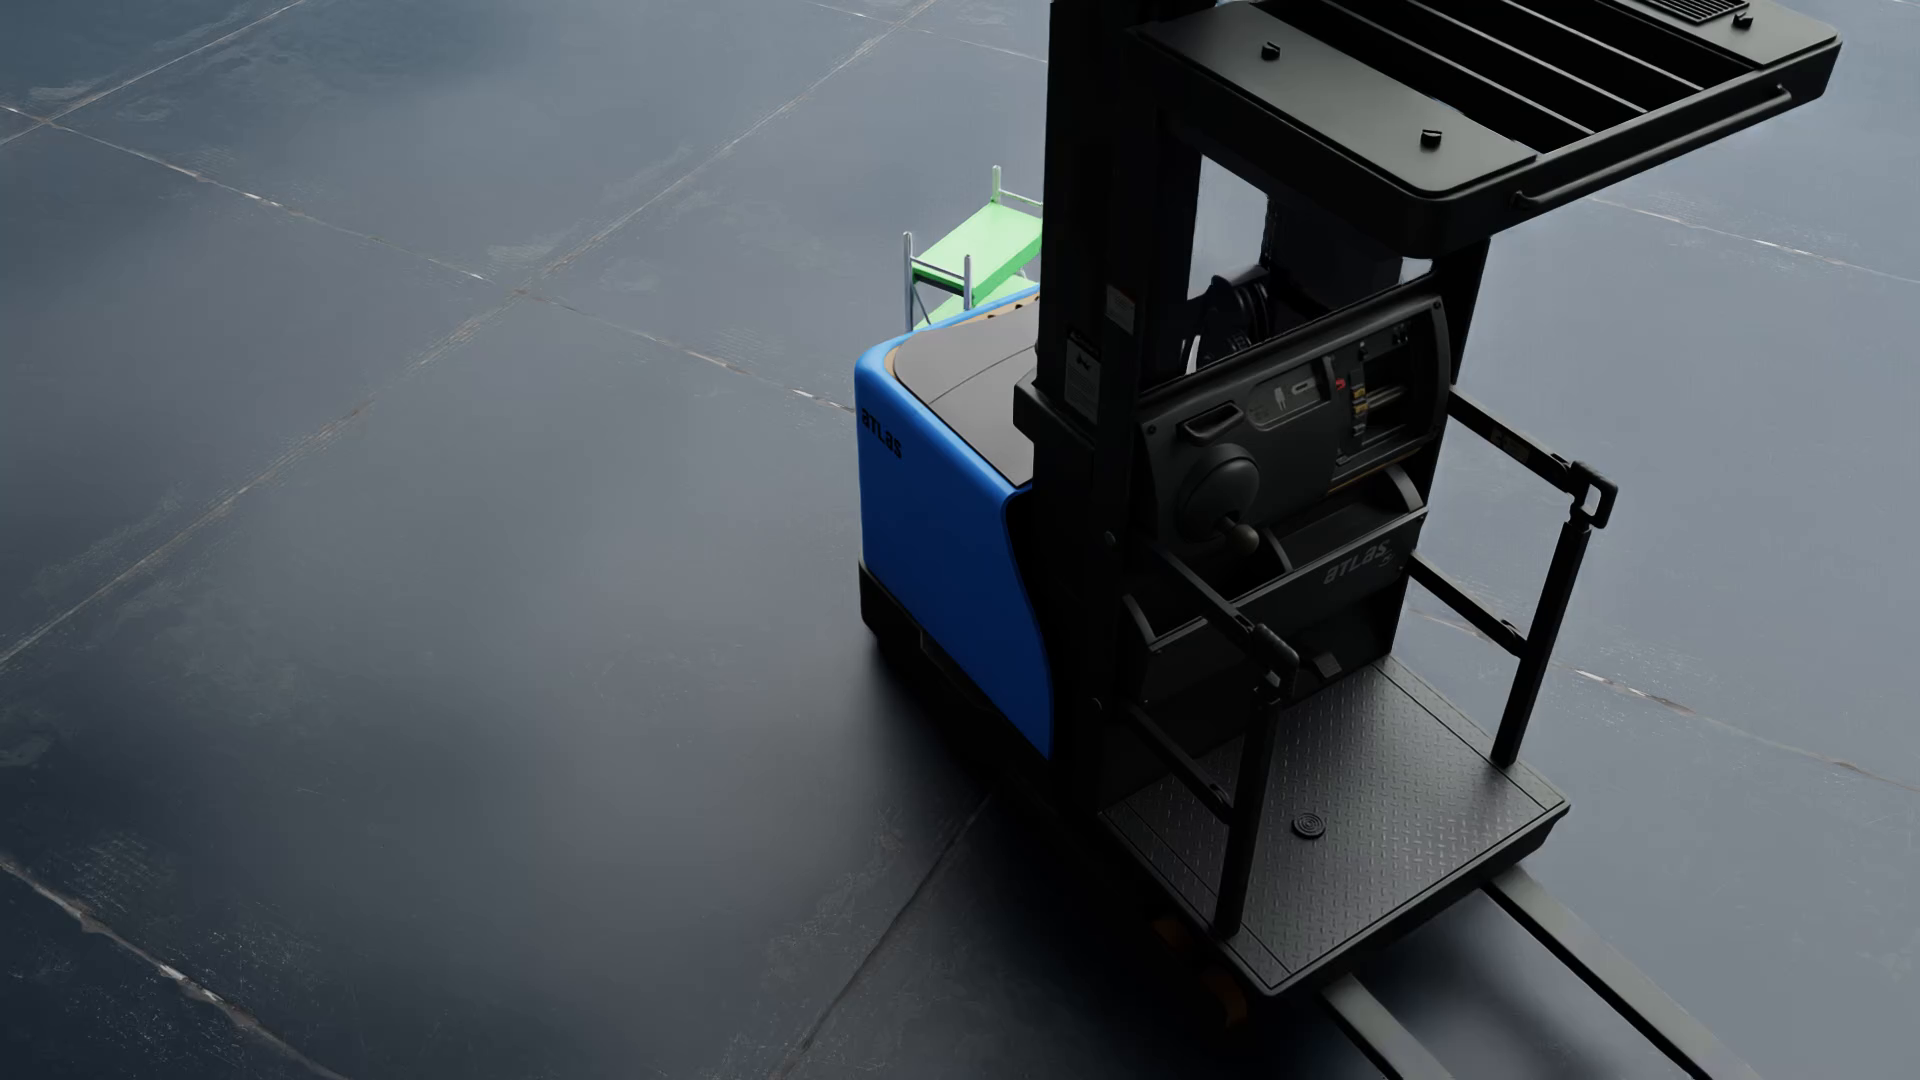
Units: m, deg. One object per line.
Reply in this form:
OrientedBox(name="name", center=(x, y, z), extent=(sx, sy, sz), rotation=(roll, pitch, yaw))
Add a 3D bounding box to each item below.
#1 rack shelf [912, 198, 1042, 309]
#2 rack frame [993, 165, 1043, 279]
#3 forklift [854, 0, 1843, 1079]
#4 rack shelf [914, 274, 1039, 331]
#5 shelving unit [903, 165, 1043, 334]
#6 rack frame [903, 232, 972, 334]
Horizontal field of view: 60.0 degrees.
OrientedBox(name="rack shelf", center=(0.070, -0.871, 5.202), extent=(0.258, 0.148, 0.480), rotation=(24, 47, 25))
OrientedBox(name="rack frame", center=(0.208, -0.692, 5.628), extent=(0.240, 1.200, 0.015), rotation=(24, 47, 25))
OrientedBox(name="forklift", center=(0.920, -0.197, 3.756), extent=(1.130, 2.935, 3.031), rotation=(-24, 47, -25))
OrientedBox(name="rack shelf", center=(0.070, -0.691, 5.360), extent=(0.258, 0.148, 0.480), rotation=(24, 47, 25))
OrientedBox(name="shelving unit", center=(0.070, -0.559, 5.477), extent=(0.258, 1.200, 0.503), rotation=(24, 47, 25))
OrientedBox(name="rack frame", center=(-0.067, -0.426, 5.325), extent=(0.240, 1.200, 0.015), rotation=(24, 47, 25))
